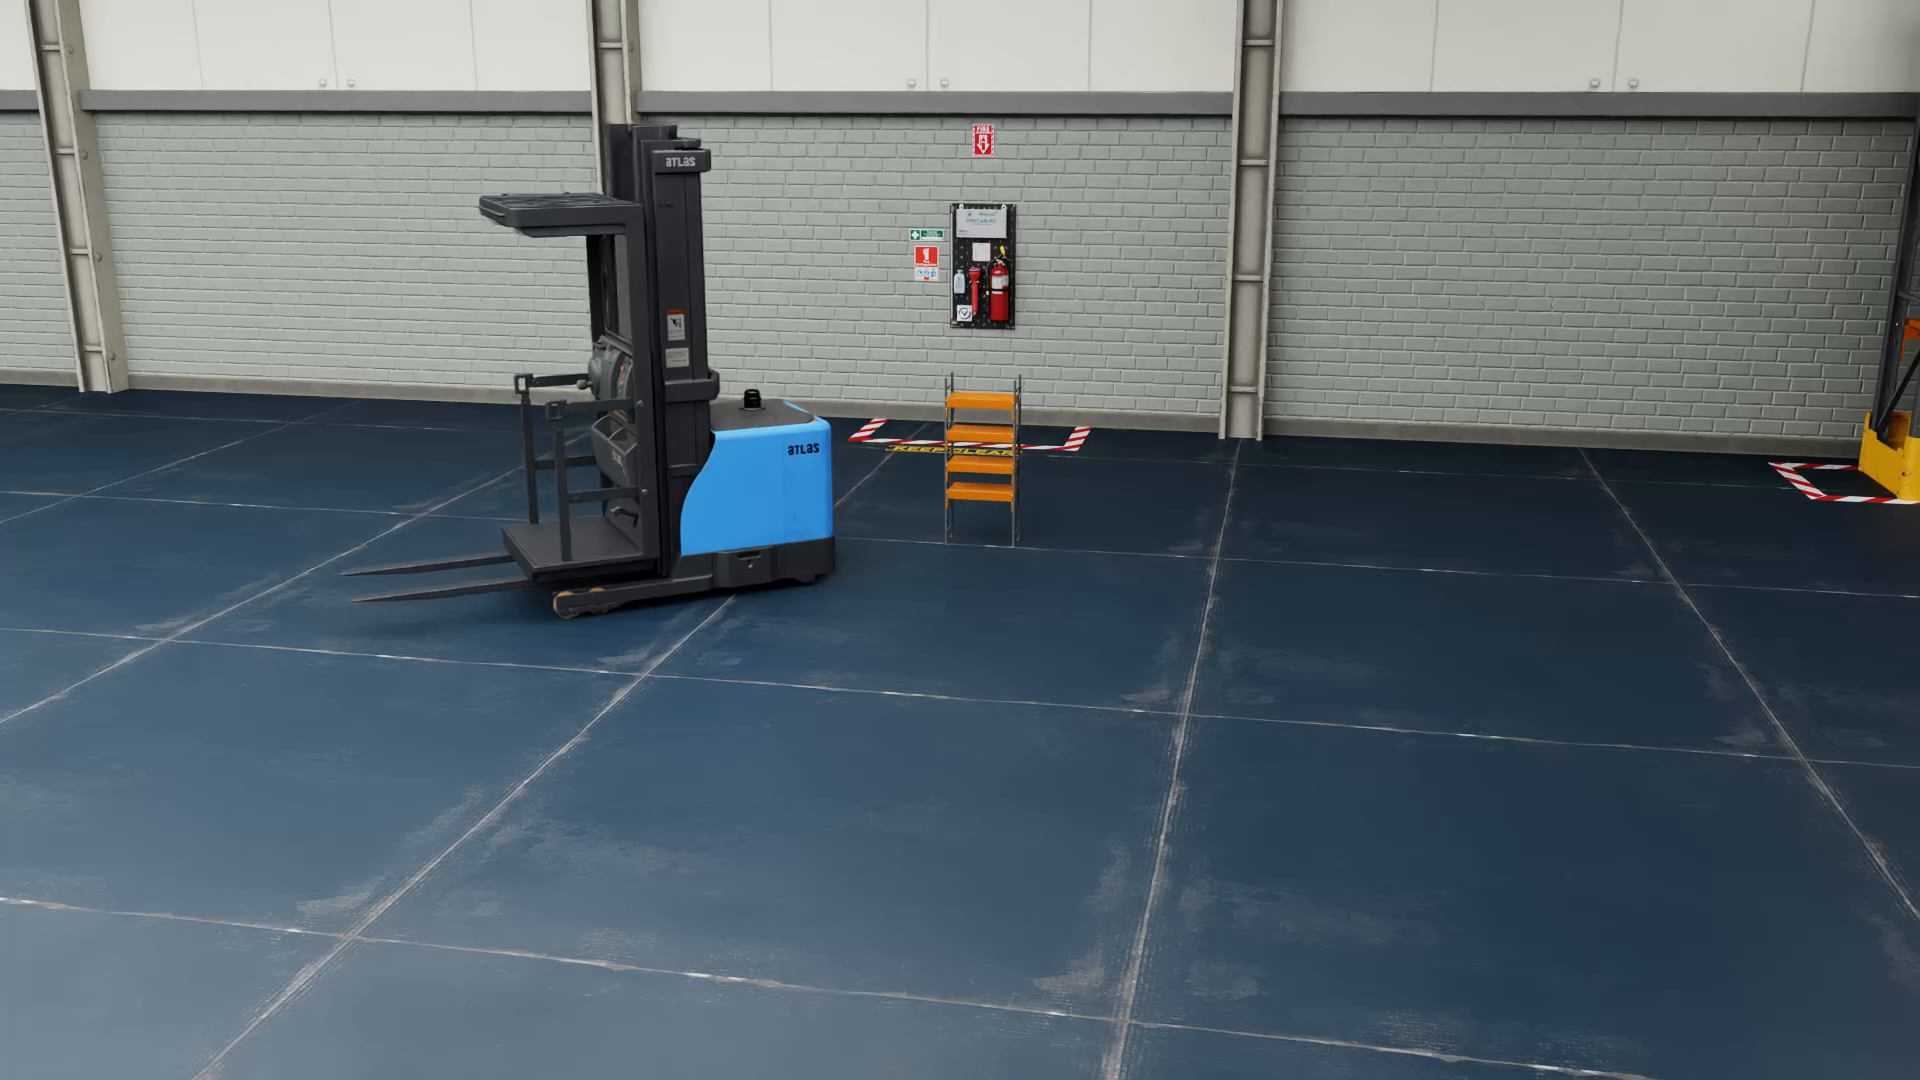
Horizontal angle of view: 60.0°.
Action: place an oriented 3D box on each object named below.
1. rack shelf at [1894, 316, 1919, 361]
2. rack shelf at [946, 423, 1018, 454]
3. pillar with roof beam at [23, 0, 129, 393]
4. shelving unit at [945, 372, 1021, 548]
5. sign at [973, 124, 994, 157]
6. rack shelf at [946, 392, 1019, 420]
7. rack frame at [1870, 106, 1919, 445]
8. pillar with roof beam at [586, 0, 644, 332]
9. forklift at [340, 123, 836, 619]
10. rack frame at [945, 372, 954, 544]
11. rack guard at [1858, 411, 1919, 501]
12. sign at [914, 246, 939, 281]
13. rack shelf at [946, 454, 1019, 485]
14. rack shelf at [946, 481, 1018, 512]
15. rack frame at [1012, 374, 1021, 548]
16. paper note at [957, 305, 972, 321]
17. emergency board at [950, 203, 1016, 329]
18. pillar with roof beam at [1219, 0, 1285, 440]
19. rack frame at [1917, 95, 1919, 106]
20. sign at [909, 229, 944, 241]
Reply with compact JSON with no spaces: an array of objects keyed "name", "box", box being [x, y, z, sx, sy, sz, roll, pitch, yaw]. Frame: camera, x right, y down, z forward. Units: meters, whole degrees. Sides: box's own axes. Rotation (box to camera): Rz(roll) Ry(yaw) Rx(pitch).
[{"name":"rack shelf","box":[9.598,-1.451,12.959,4.000,0.370,1.077,3,16,11]},{"name":"rack shelf","box":[0.162,-0.720,11.758,0.480,0.148,0.258,3,16,11]},{"name":"pillar with roof beam","box":[-10.000,-4.816,12.520,0.400,9.000,9.100,3,16,11]},{"name":"shelving unit","box":[0.162,-0.569,11.800,0.503,1.200,0.258,3,16,11]},{"name":"sign","box":[0.215,-3.698,15.379,0.199,0.298,0.001,3,16,11]},{"name":"rack shelf","box":[0.162,-0.948,11.695,0.480,0.148,0.258,3,16,11]},{"name":"rack frame","box":[7.638,-1.904,13.247,0.127,3.000,1.000,3,16,11]},{"name":"pillar with roof beam","box":[-4.121,-4.497,11.368,0.400,9.000,9.100,3,16,11]},{"name":"forklift","box":[-2.380,-1.088,10.429,3.031,2.935,1.130,-7,17,-24]},{"name":"rack frame","box":[-0.077,-0.582,11.847,0.015,1.200,0.240,3,16,11]},{"name":"rack guard","box":[7.713,-0.696,13.567,0.348,0.500,1.175,3,16,11]},{"name":"sign","box":[-0.319,-2.628,15.792,0.234,0.329,0.001,3,16,11]},{"name":"rack shelf","box":[0.162,-0.505,11.818,0.480,0.148,0.258,3,16,11]},{"name":"rack shelf","box":[0.162,-0.313,11.871,0.480,0.148,0.258,3,16,11]},{"name":"rack frame","box":[0.401,-0.556,11.753,0.015,1.200,0.240,3,16,11]},{"name":"paper note","box":[0.043,-2.157,15.810,0.142,0.148,0.016,3,16,11]},{"name":"emergency board","box":[0.203,-2.554,15.593,0.643,1.169,0.194,3,16,11]},{"name":"pillar with roof beam","box":[1.759,-4.177,10.216,0.400,9.000,9.100,3,16,11]},{"name":"rack frame","box":[7.638,-4.795,12.447,0.127,3.000,1.000,3,16,11]},{"name":"sign","box":[-0.316,-2.880,15.712,0.331,0.109,0.001,3,16,11]}]
